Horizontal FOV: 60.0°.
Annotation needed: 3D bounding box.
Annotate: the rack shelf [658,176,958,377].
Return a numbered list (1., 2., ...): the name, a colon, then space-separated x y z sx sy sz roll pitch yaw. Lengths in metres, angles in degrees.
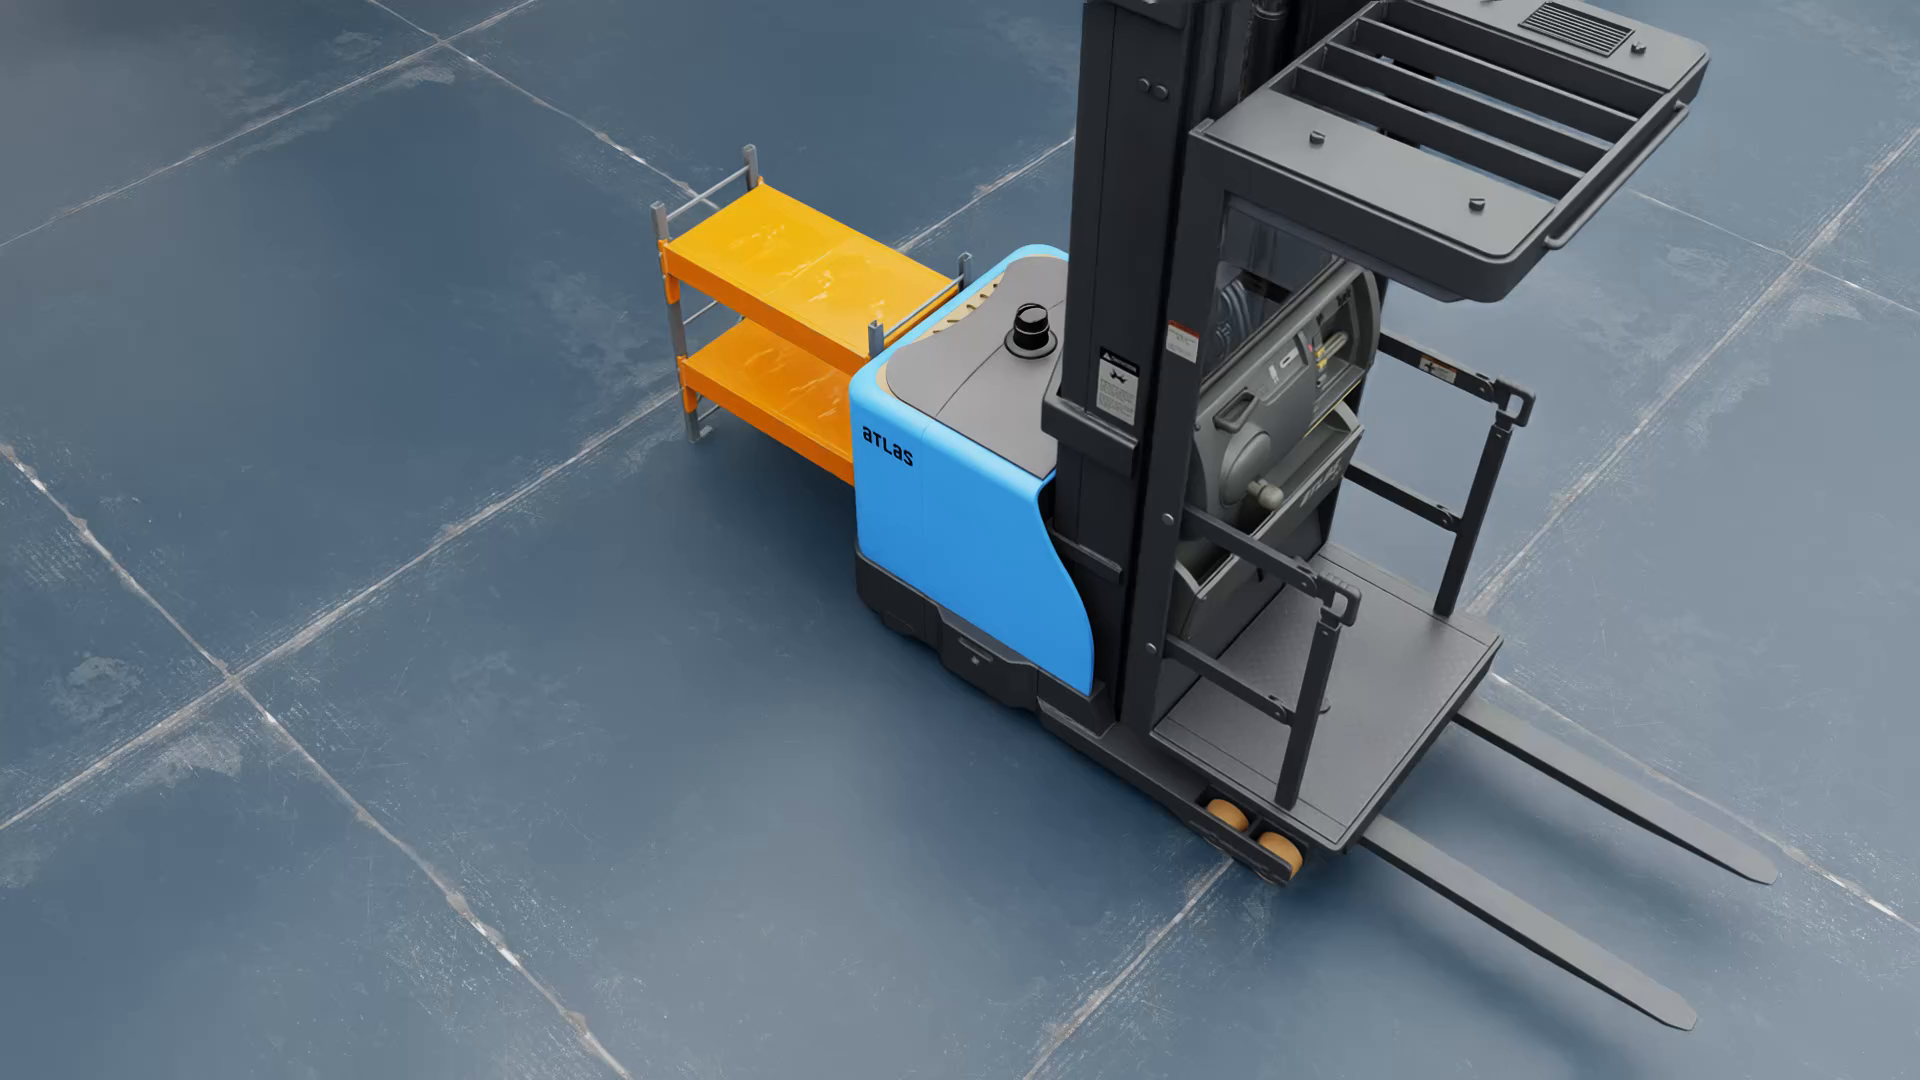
1. rack shelf: -0.520 -0.878 5.901 1.000 0.278 0.538 31 54 26

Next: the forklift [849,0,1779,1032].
1. forklift: 1.088 -0.364 4.581 3.031 2.935 1.130 31 54 26

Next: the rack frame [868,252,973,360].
1. rack frame: -0.128 -0.442 5.893 0.032 1.125 0.500 31 54 26

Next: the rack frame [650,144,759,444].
1. rack frame: -0.912 -0.913 6.336 0.032 1.125 0.500 31 54 26

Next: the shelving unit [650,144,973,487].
1. shelving unit: -0.520 -0.677 6.115 1.048 1.125 0.538 31 54 26

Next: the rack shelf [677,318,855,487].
1. rack shelf: -0.520 -0.510 6.293 1.000 0.278 0.538 31 54 26
